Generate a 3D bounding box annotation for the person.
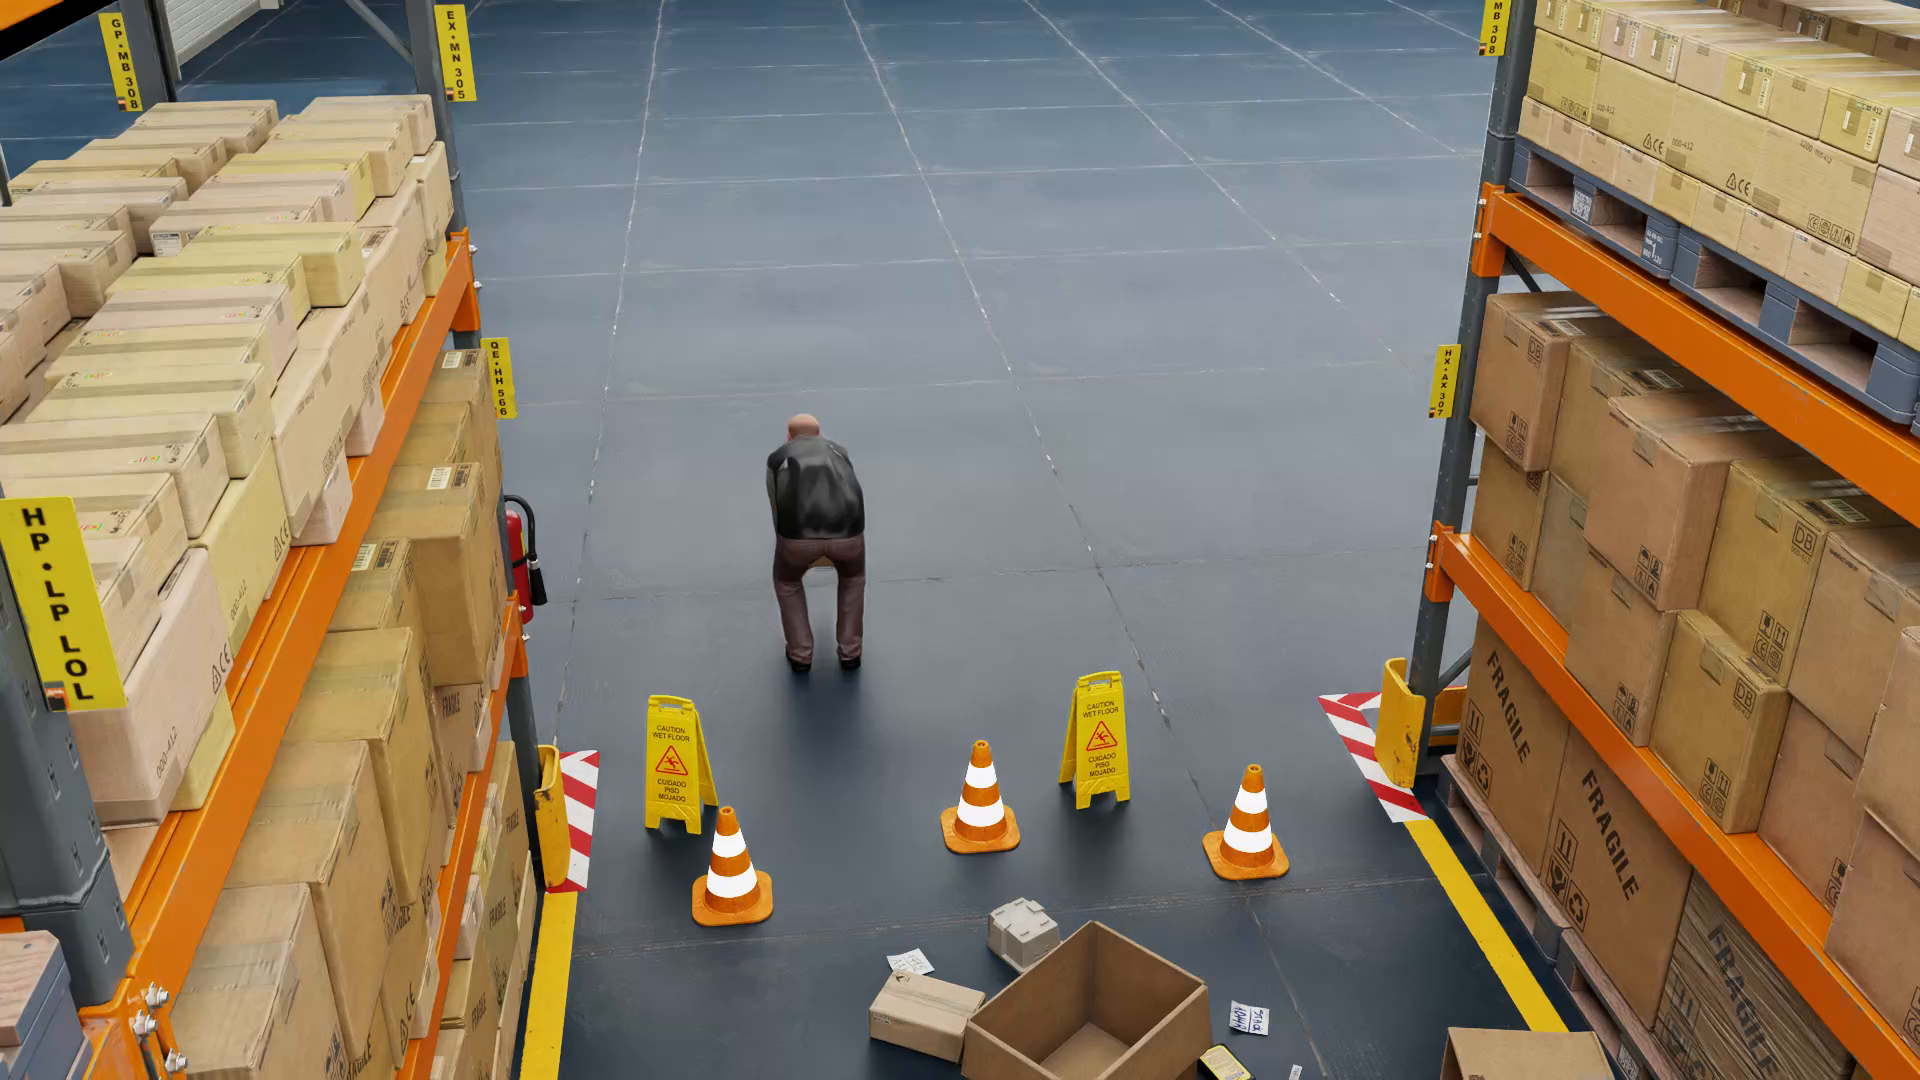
[{"bbox_3d":[-0.752,0.024,8.714,0.485,1.164,0.937,-5,27,-9],"label":"person"}]
